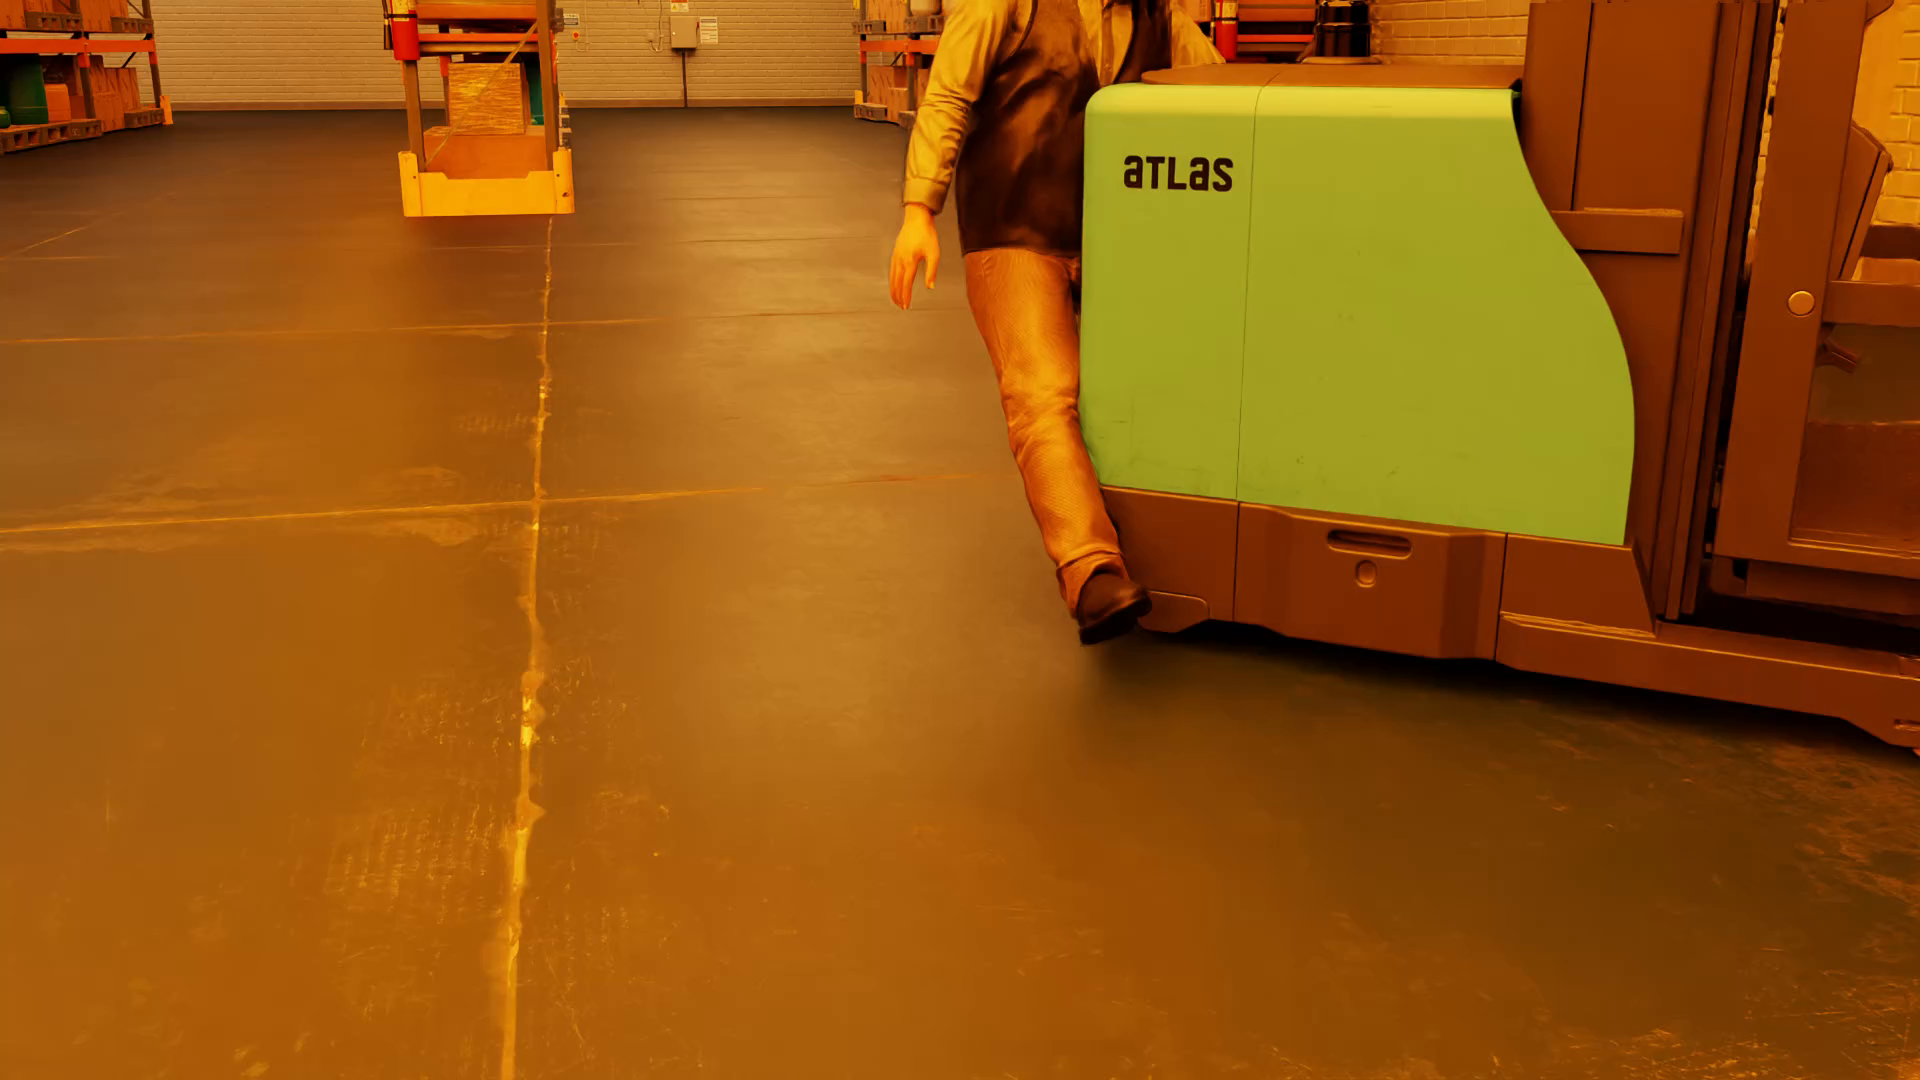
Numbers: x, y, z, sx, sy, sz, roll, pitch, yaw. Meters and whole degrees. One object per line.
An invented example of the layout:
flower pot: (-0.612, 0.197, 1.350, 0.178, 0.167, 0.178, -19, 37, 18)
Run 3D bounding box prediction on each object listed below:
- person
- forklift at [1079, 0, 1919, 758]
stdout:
person: (0.326, -0.578, 3.330, 0.879, 1.530, 1.124, -7, 18, -21)
forklift: (1.780, -1.171, 2.808, 3.031, 2.935, 1.130, 8, 18, 24)
